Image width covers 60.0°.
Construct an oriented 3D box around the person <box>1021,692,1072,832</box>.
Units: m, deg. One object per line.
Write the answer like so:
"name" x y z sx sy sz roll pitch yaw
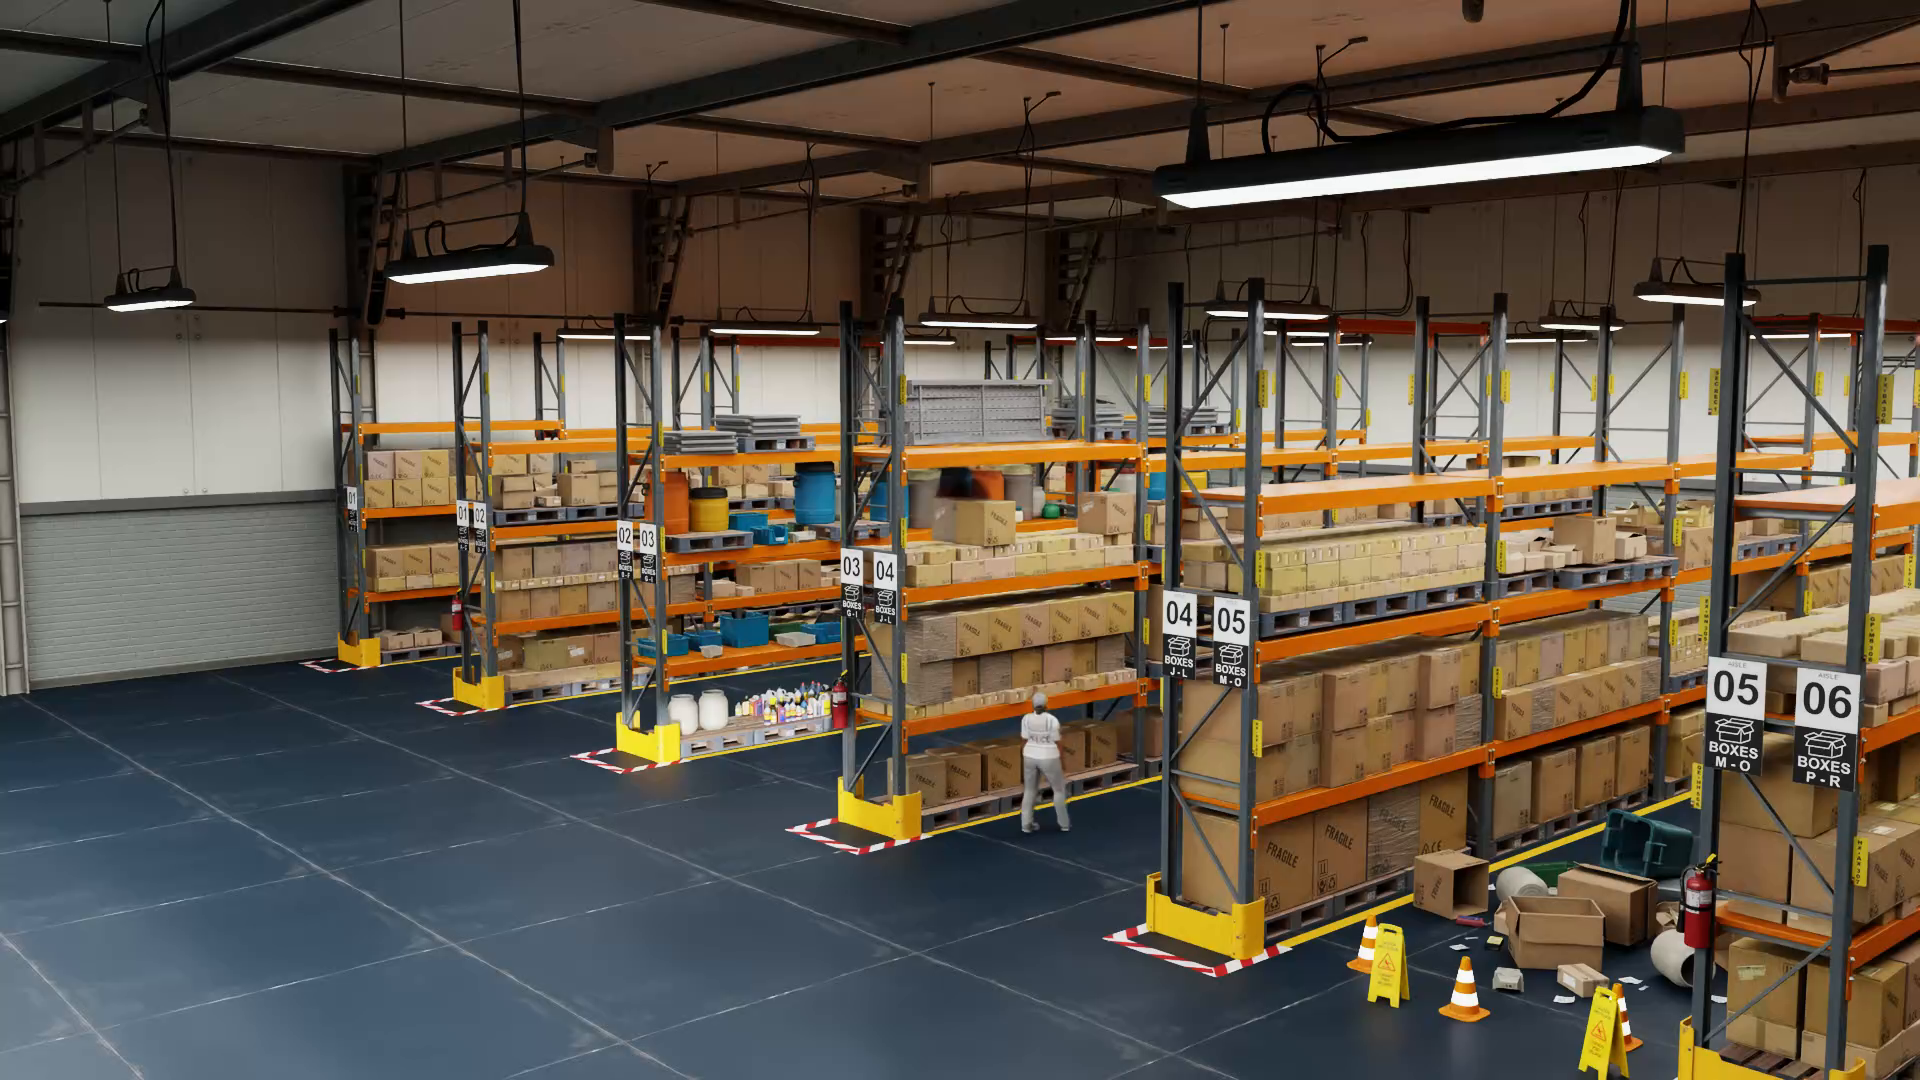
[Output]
"person" 0.981 2.498 18.851 0.511 1.631 0.608 4 7 35
